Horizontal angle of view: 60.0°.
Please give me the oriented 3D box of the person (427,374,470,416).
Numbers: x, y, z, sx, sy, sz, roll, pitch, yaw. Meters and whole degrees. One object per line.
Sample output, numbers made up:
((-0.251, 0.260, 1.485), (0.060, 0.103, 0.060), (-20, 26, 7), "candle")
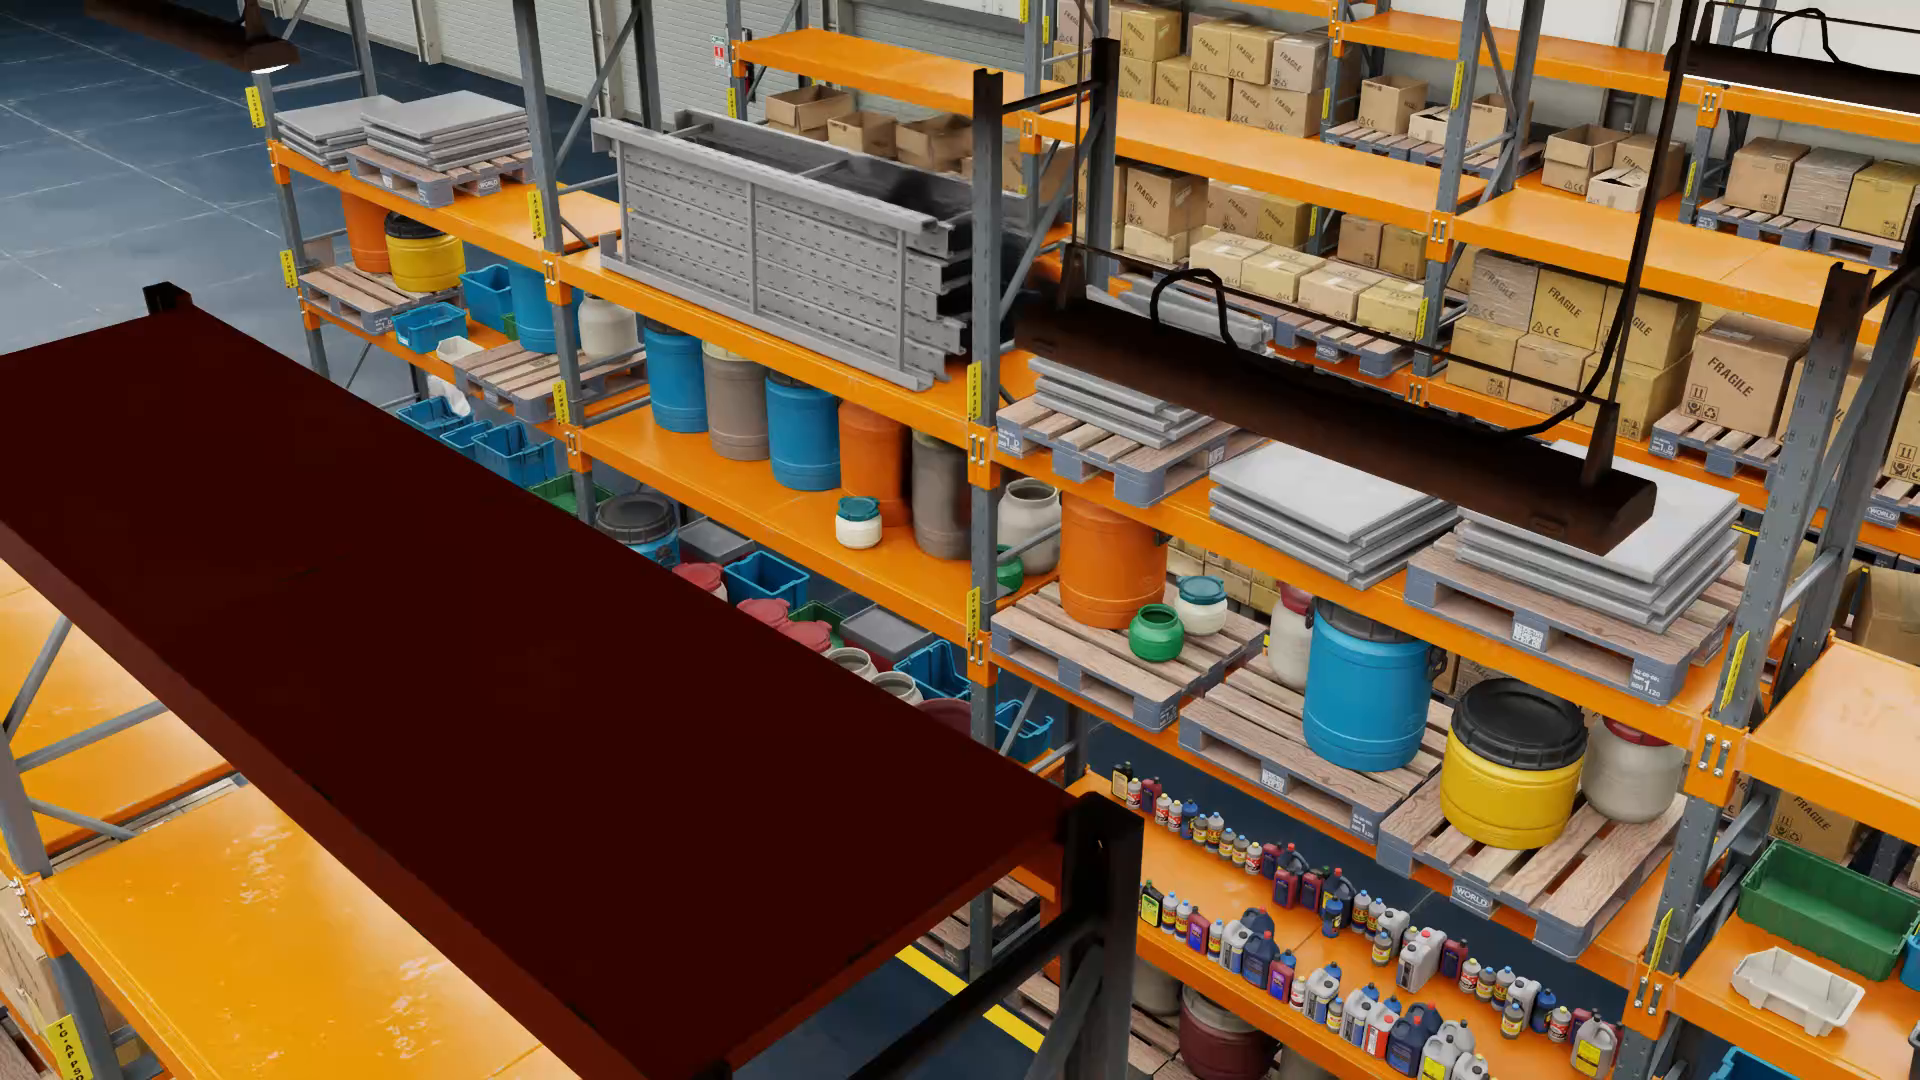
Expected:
((-5.126, -1.232, 16.686), (0.660, 1.711, 0.727), (5, 30, 10), "person")
